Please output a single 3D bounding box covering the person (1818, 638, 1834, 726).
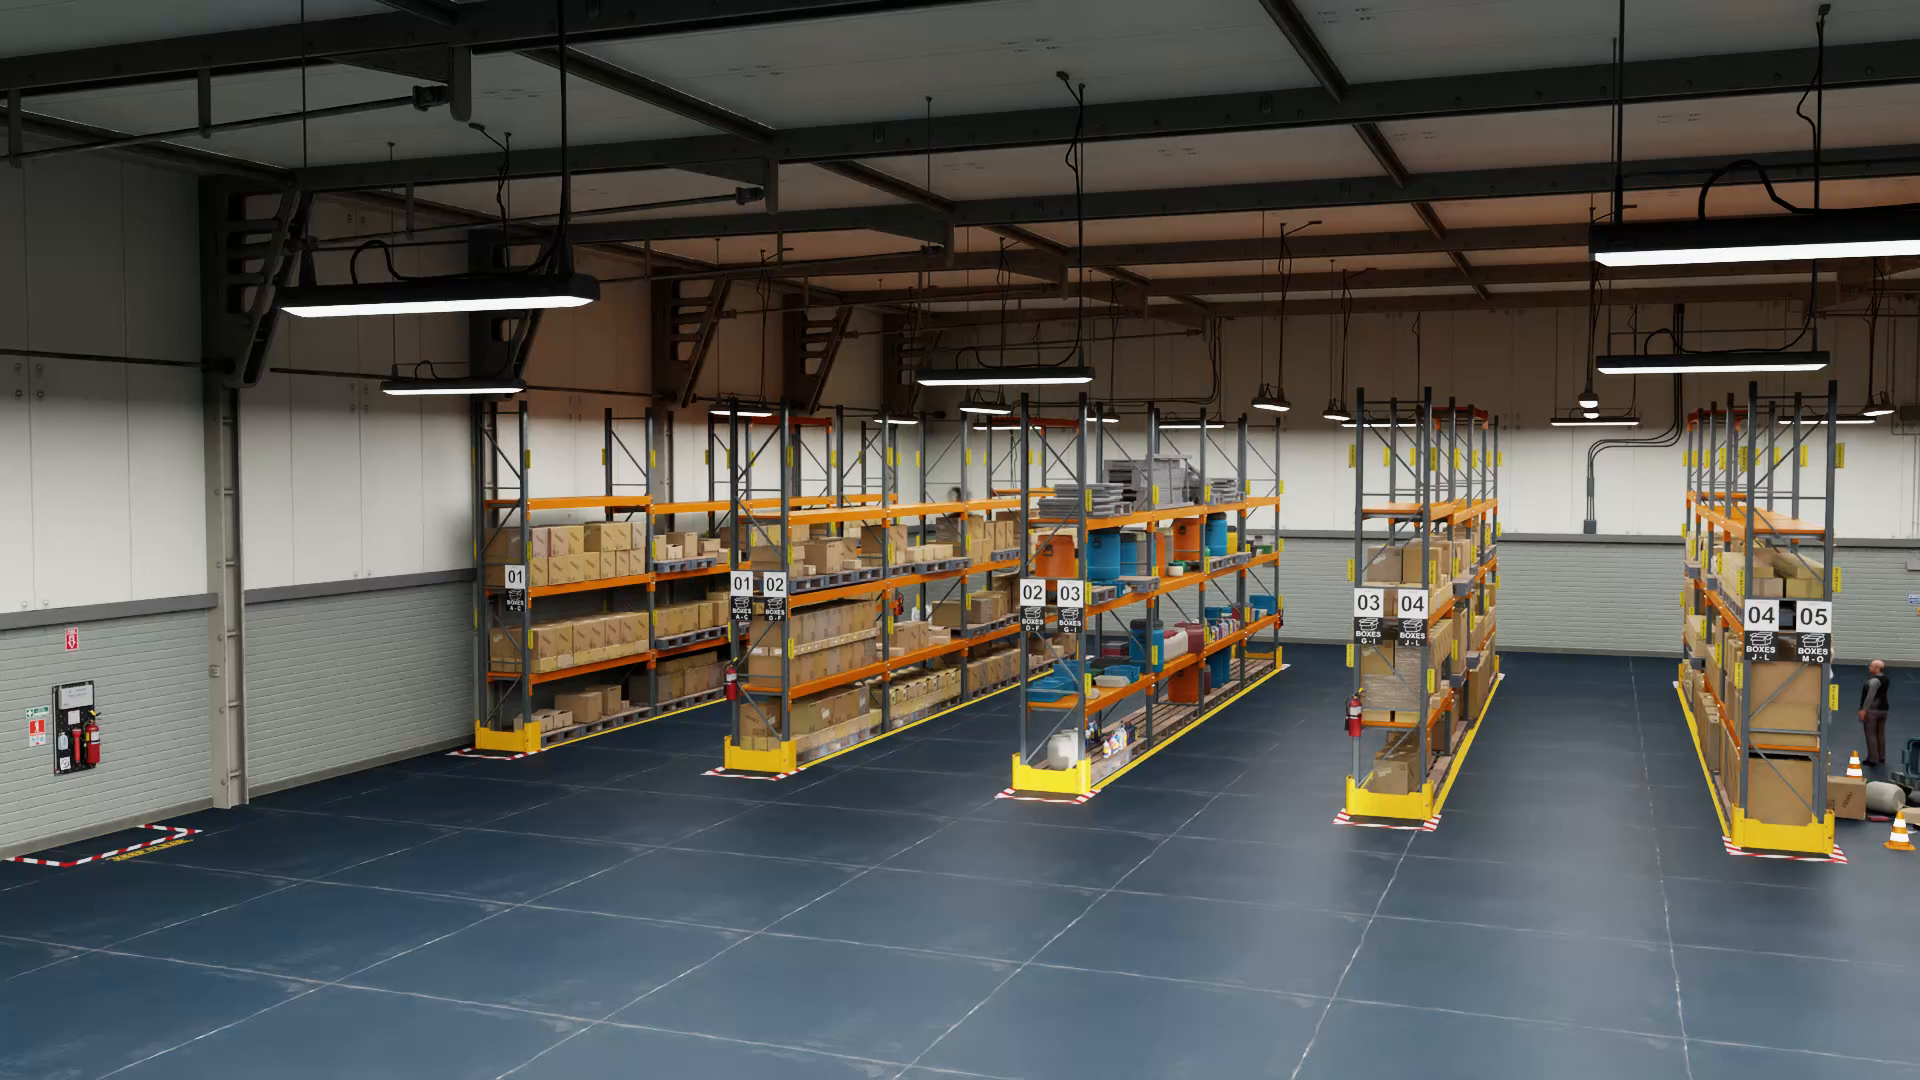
[{"bbox_3d":[16.154,2.604,31.192,0.629,1.790,0.491,-2,3,-37],"label":"person"}]

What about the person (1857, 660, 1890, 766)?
[{"bbox_3d":[14.951,2.820,27.252,0.590,1.721,0.490,-1,3,-20],"label":"person"}]

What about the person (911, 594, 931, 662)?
[{"bbox_3d":[-0.962,2.159,41.157,0.482,1.657,0.707,1,3,18],"label":"person"}]
